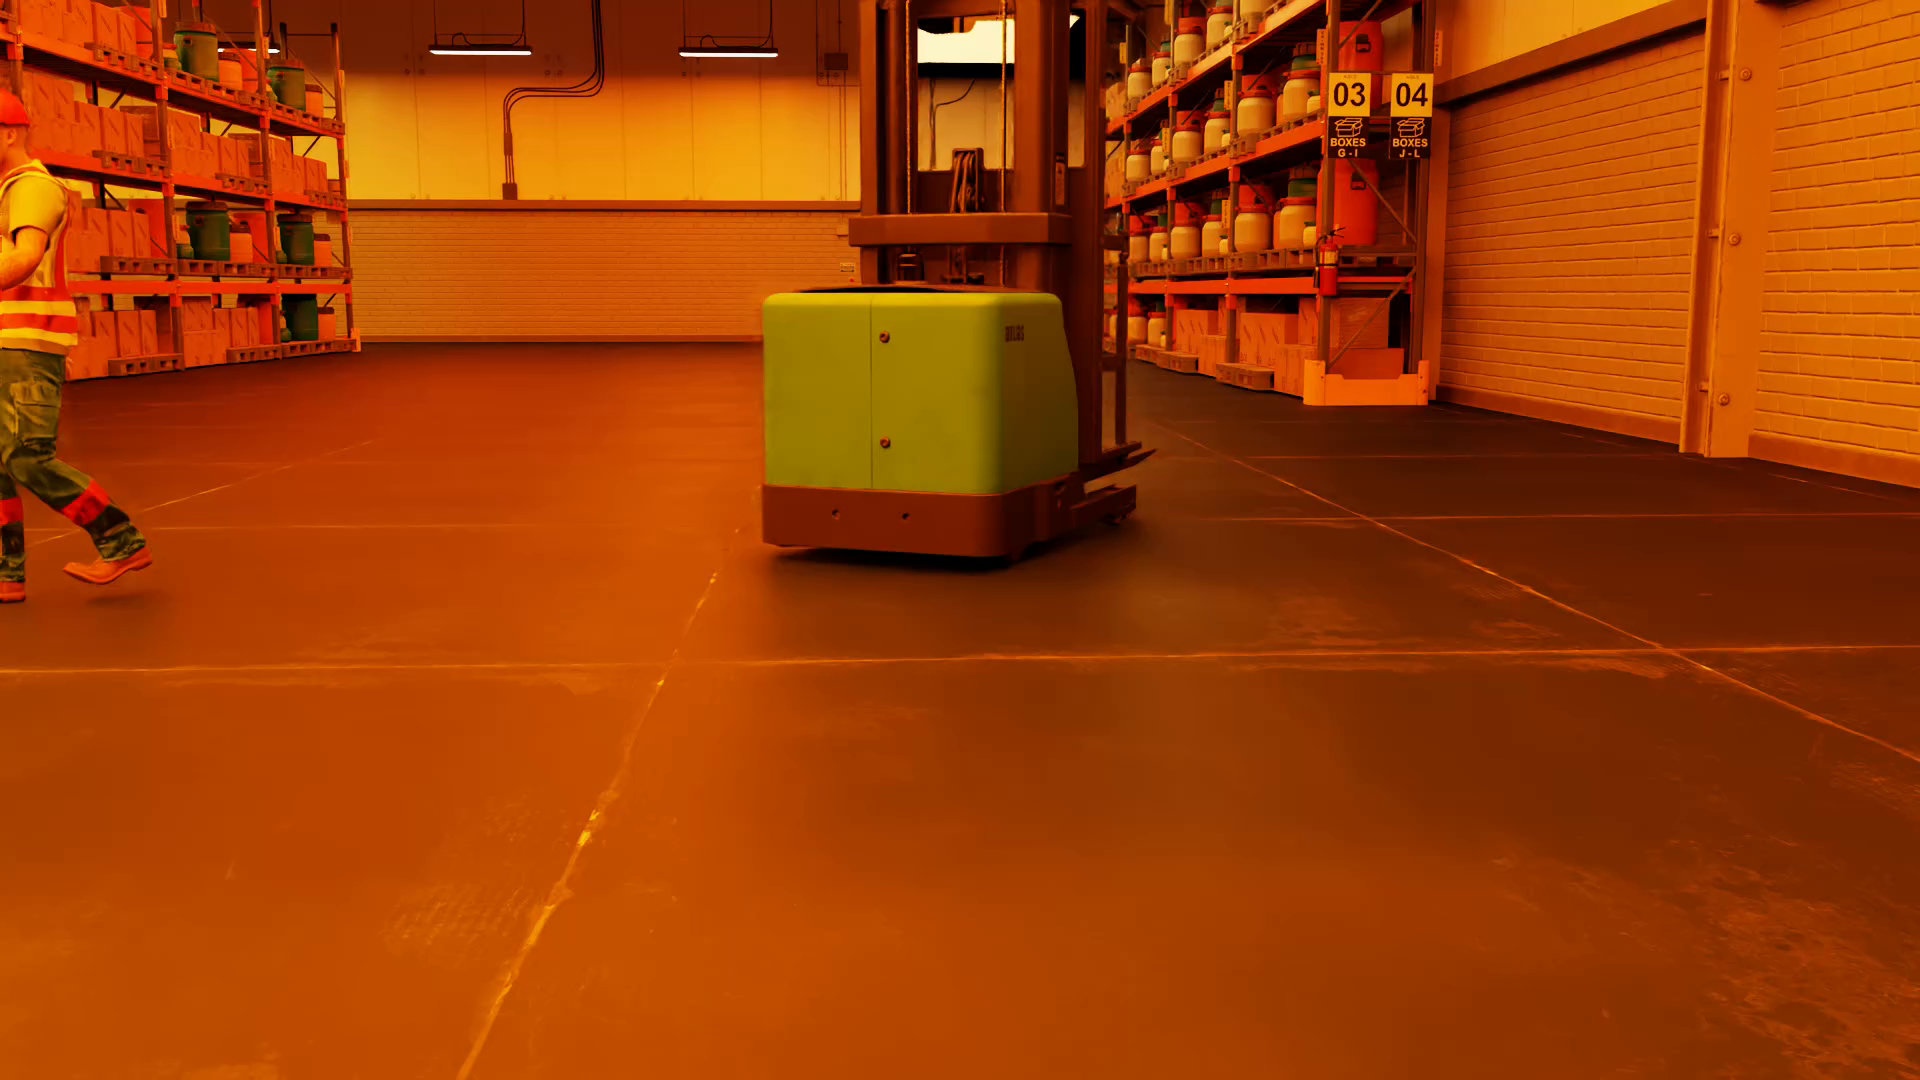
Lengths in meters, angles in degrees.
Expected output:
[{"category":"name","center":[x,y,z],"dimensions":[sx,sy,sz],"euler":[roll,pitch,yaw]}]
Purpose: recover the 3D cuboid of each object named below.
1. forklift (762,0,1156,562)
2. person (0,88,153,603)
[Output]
[{"category":"forklift","center":[0.209,-1.543,7.722],"dimensions":[1.130,2.935,3.031],"euler":[3,9,21]},{"category":"person","center":[-3.263,-0.657,5.741],"dimensions":[0.723,1.763,0.928],"euler":[-7,11,-41]}]
